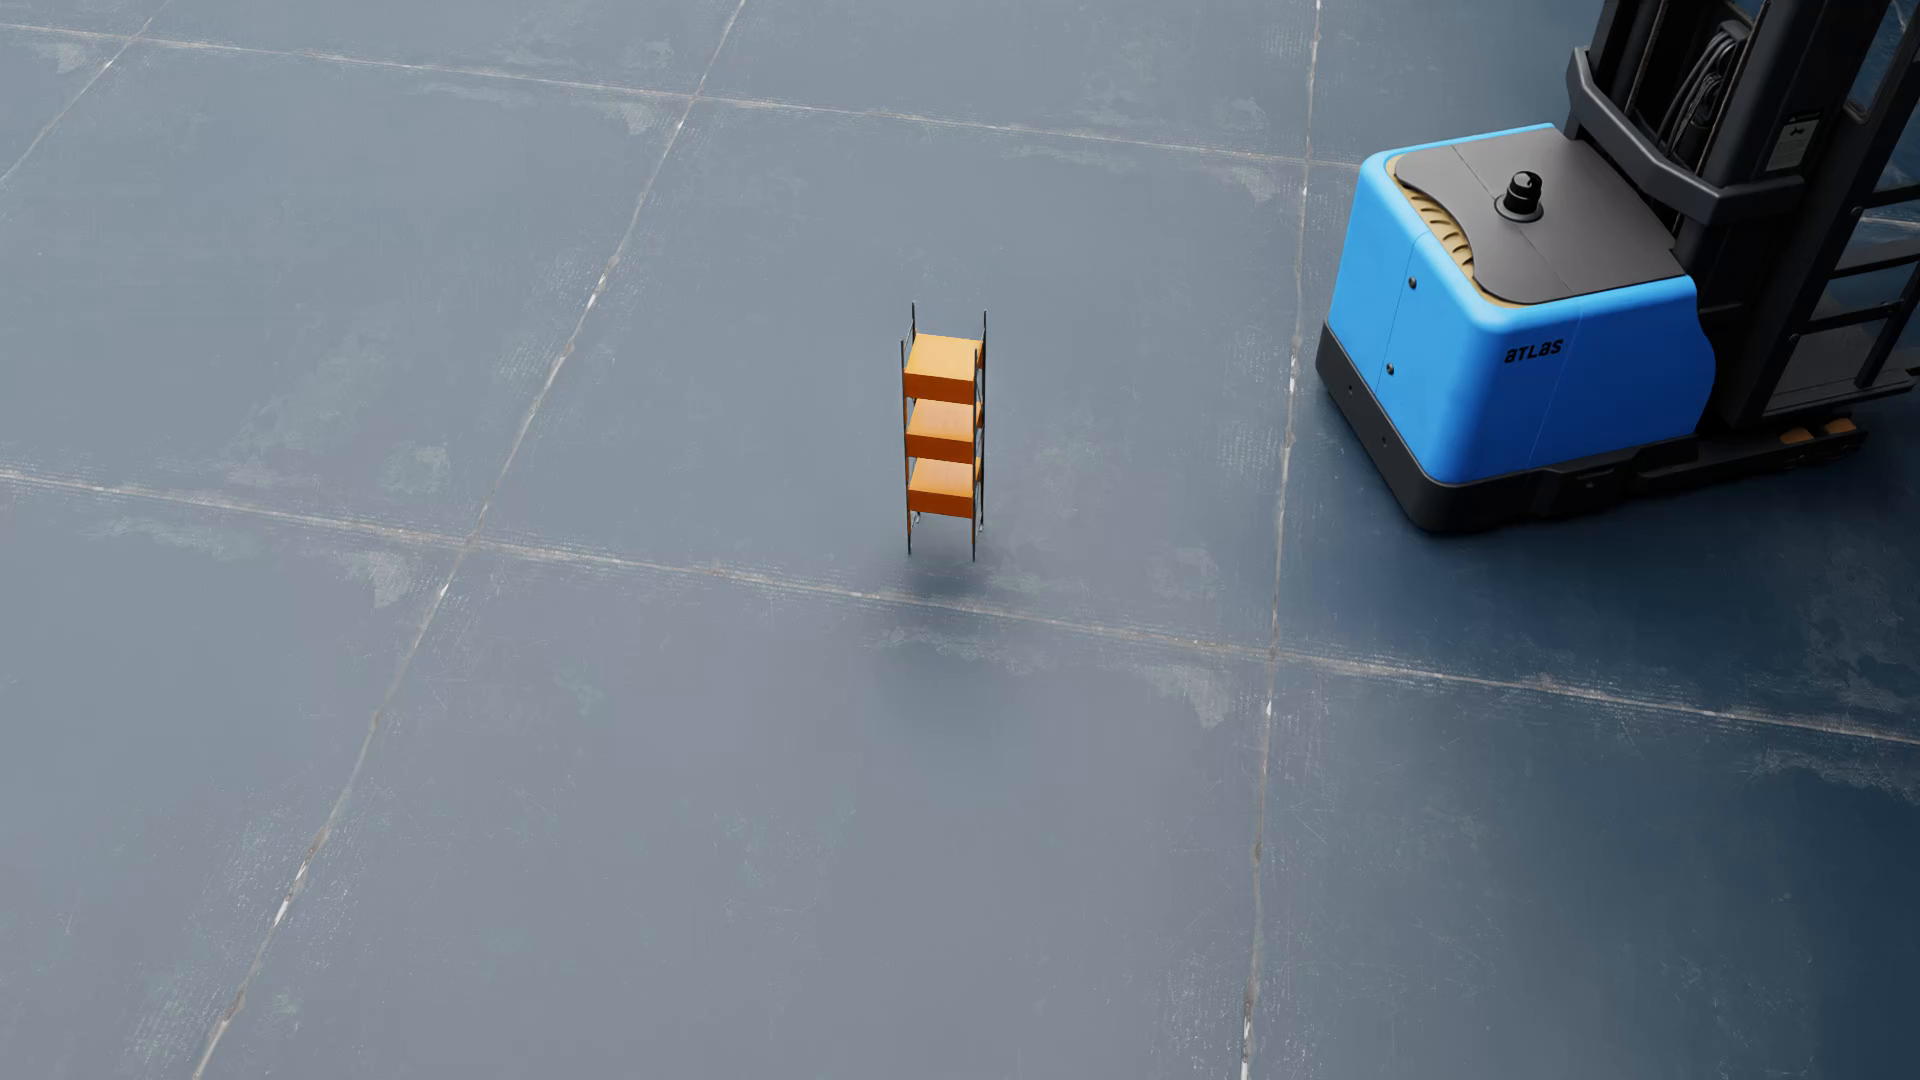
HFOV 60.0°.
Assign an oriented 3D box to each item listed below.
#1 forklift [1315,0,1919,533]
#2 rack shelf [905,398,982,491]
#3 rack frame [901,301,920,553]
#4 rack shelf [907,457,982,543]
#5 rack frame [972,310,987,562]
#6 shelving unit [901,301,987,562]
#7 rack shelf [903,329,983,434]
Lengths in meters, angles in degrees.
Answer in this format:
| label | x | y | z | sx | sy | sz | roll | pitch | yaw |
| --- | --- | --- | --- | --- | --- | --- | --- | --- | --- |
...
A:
| label | x | y | z | sx | sy | sz | roll | pitch | yaw |
| --- | --- | --- | --- | --- | --- | --- | --- | --- | --- |
| forklift | 3.025 | -1.625 | 5.739 | 3.031 | 2.935 | 1.130 | -12 | 49 | -10 |
| rack shelf | -0.053 | -0.351 | 5.874 | 0.240 | 0.259 | 0.215 | 8 | 49 | 7 |
| rack frame | -0.173 | -0.374 | 5.880 | 0.008 | 1.050 | 0.200 | 8 | 49 | 7 |
| rack shelf | -0.053 | -0.165 | 6.080 | 0.240 | 0.259 | 0.215 | 8 | 49 | 7 |
| rack frame | 0.067 | -0.342 | 5.851 | 0.008 | 1.050 | 0.200 | 8 | 49 | 7 |
| shelving unit | -0.053 | -0.358 | 5.866 | 0.252 | 1.050 | 0.215 | 8 | 49 | 7 |
| rack shelf | -0.053 | -0.541 | 5.663 | 0.240 | 0.259 | 0.215 | 8 | 49 | 7 |
